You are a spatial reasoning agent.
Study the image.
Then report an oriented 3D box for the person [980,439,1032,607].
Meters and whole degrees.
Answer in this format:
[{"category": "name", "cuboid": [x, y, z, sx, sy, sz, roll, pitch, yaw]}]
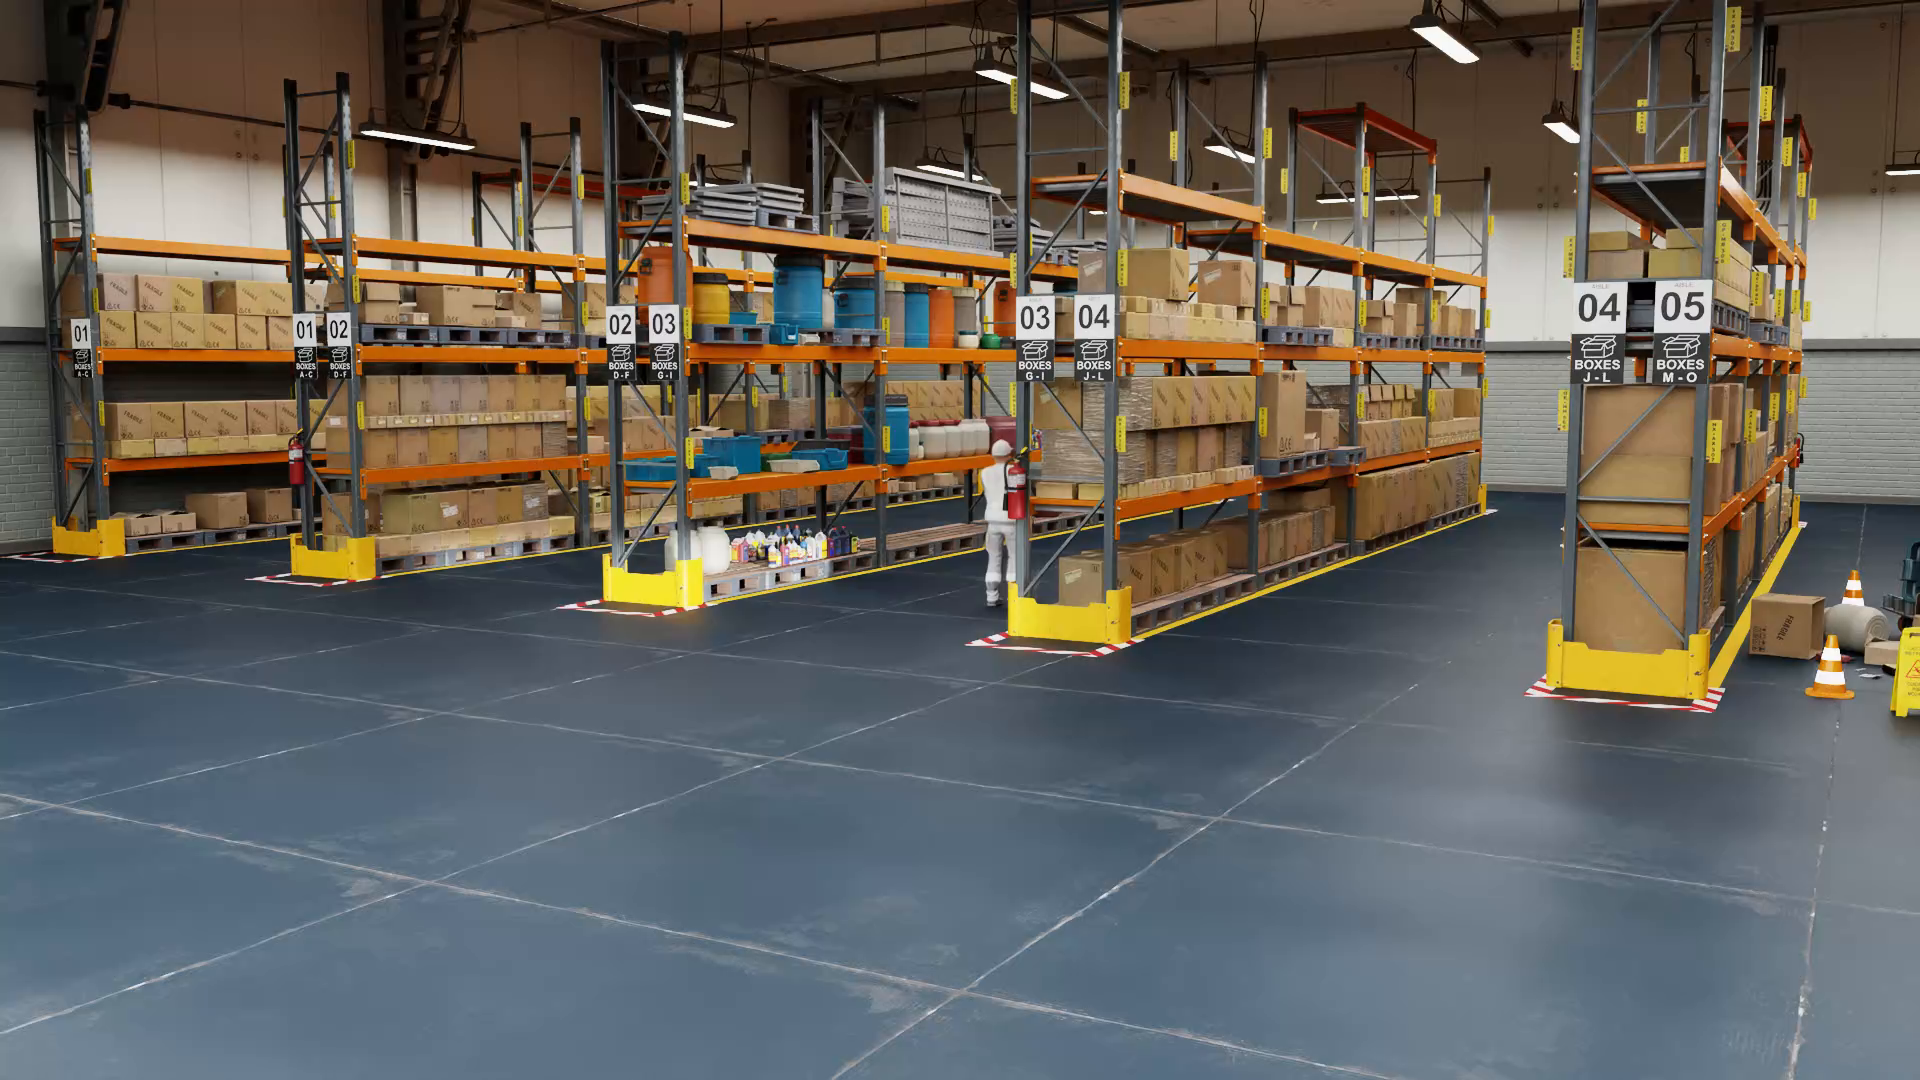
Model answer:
[{"category": "person", "cuboid": [0.520, -0.188, 17.792, 0.474, 1.786, 0.558, 3, 7, 29]}]
